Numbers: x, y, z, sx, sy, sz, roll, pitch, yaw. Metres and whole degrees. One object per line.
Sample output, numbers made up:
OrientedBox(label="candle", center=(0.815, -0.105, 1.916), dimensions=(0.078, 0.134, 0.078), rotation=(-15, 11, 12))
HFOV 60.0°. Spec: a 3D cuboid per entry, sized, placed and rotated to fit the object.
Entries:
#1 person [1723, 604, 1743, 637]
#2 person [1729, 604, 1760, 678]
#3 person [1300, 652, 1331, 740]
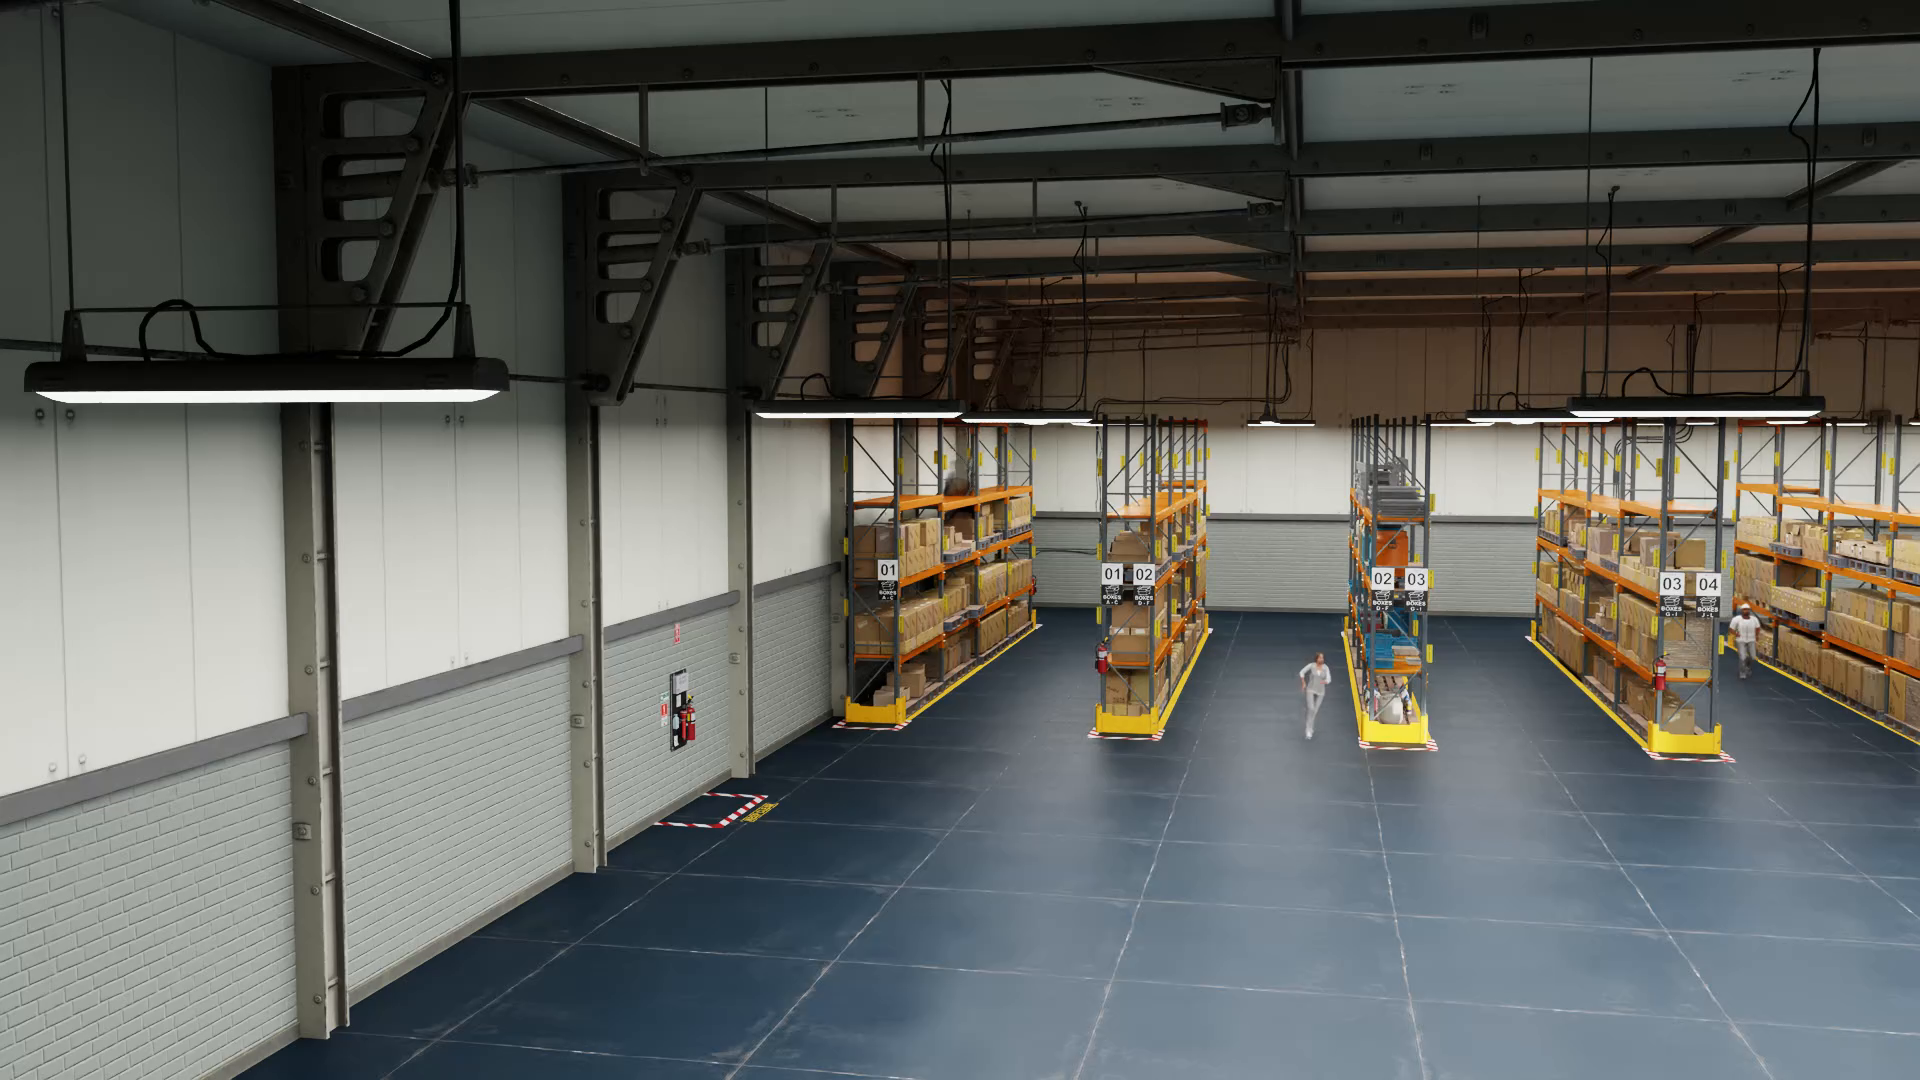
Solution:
OrientedBox(label="person", center=(21.243, 1.819, 45.309), dimensions=(0.748, 1.727, 0.927), rotation=(-4, 5, -44))
OrientedBox(label="person", center=(17.985, 2.322, 38.044), dimensions=(0.691, 1.721, 0.585), rotation=(1, 4, 12))
OrientedBox(label="person", center=(6.631, 2.877, 30.979), dimensions=(0.536, 1.616, 0.748), rotation=(0, 4, -3))
